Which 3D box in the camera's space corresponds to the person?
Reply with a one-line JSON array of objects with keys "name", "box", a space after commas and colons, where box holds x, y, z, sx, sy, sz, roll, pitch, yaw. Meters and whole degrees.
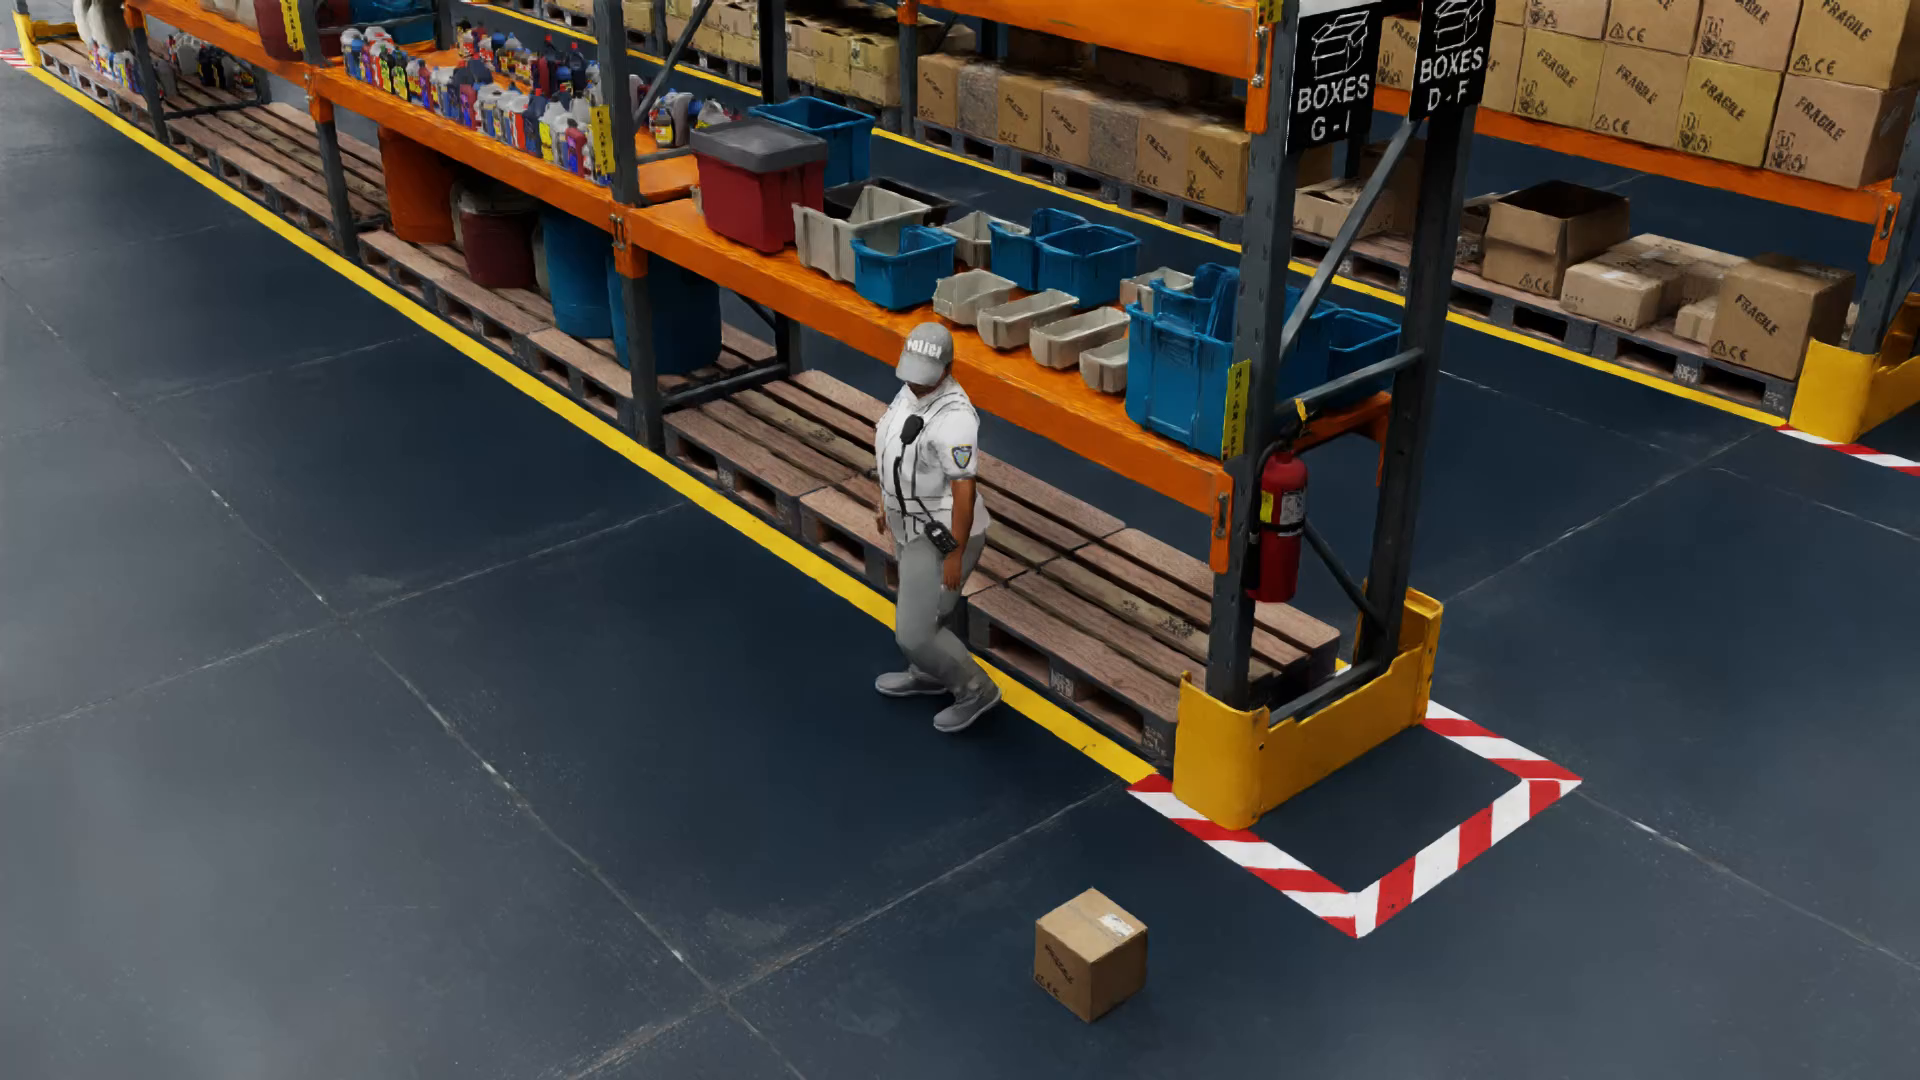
[{"name": "person", "box": [-0.089, -0.049, 6.179, 0.427, 1.657, 0.559, -8, 29, -14]}]
